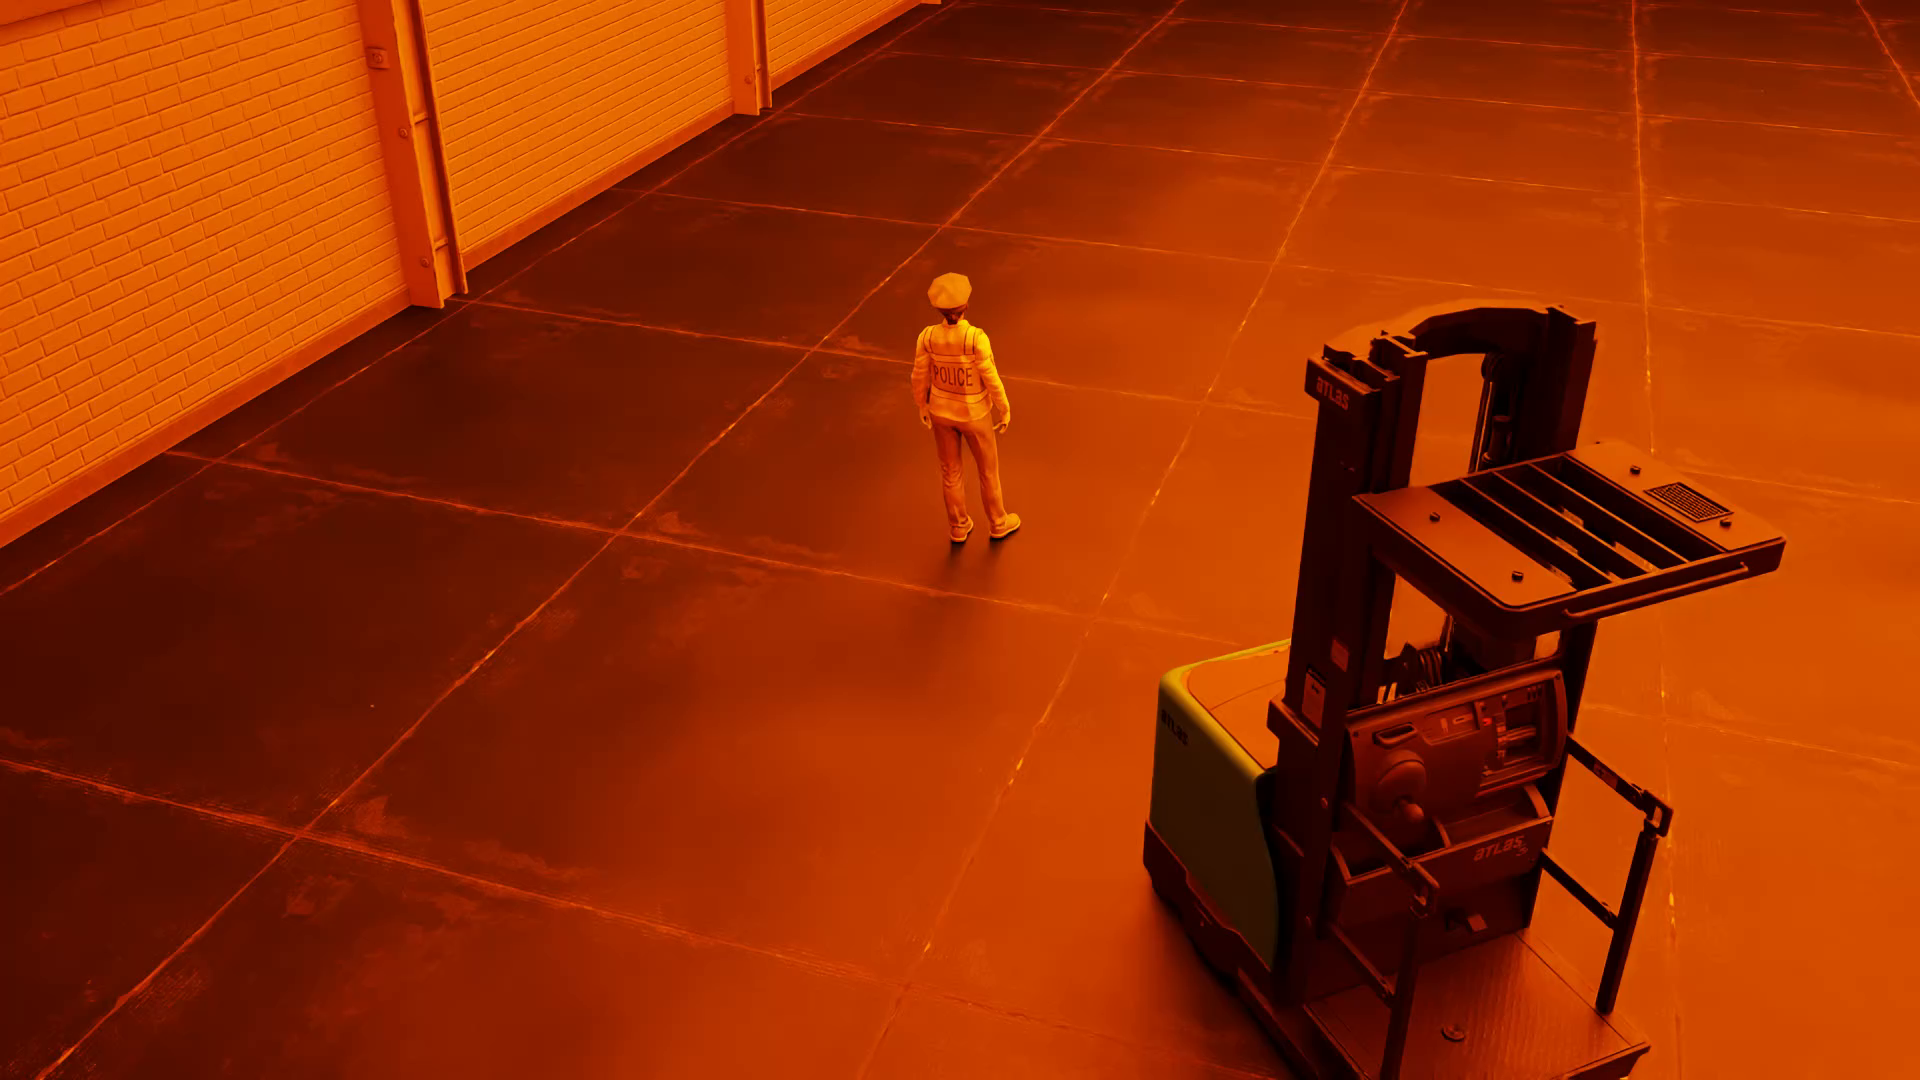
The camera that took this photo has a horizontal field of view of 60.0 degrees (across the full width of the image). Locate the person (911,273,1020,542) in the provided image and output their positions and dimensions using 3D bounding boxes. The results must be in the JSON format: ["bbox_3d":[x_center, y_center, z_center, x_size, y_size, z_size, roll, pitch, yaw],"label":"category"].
[{"bbox_3d":[0.028,-0.773,9.726,0.587,1.696,0.534,10,31,16],"label":"person"}]

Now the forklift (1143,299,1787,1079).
[{"bbox_3d":[1.868,0.783,5.763,1.130,2.935,3.031,-12,32,-20],"label":"forklift"}]
